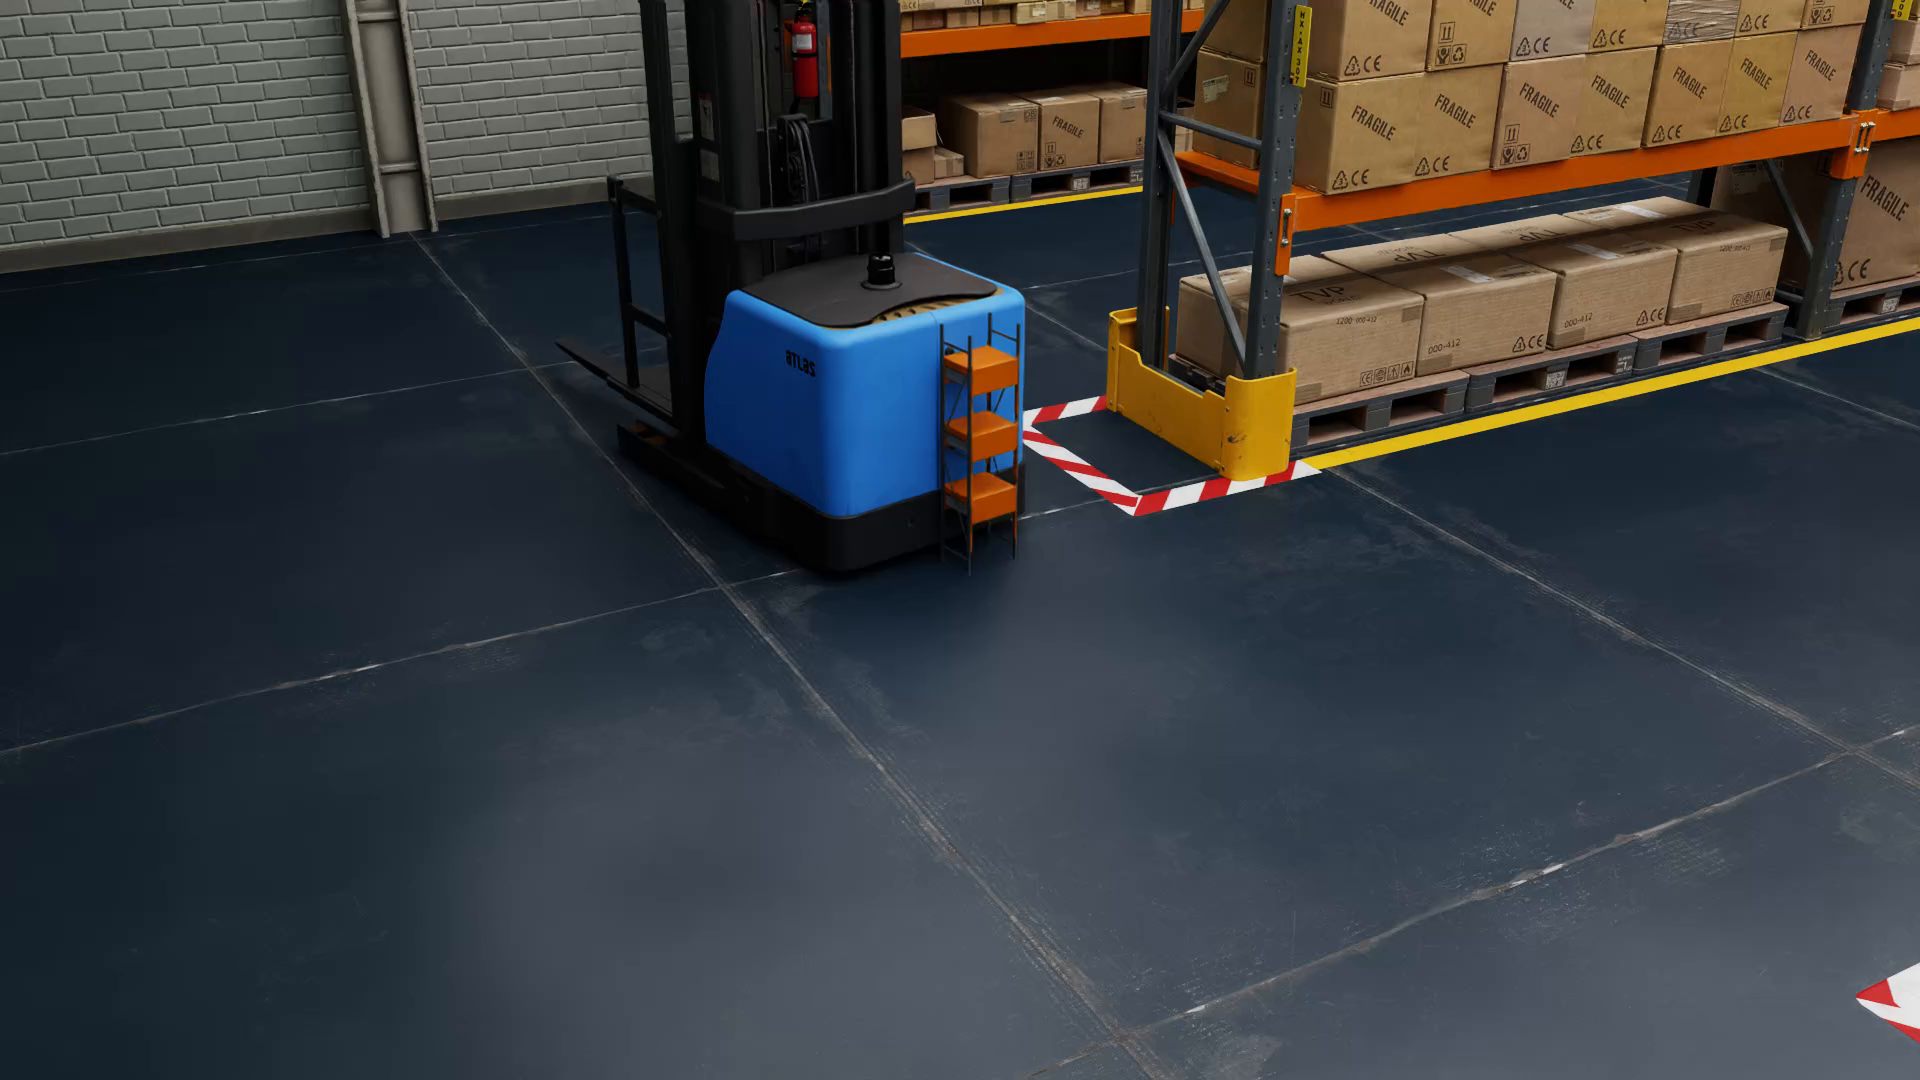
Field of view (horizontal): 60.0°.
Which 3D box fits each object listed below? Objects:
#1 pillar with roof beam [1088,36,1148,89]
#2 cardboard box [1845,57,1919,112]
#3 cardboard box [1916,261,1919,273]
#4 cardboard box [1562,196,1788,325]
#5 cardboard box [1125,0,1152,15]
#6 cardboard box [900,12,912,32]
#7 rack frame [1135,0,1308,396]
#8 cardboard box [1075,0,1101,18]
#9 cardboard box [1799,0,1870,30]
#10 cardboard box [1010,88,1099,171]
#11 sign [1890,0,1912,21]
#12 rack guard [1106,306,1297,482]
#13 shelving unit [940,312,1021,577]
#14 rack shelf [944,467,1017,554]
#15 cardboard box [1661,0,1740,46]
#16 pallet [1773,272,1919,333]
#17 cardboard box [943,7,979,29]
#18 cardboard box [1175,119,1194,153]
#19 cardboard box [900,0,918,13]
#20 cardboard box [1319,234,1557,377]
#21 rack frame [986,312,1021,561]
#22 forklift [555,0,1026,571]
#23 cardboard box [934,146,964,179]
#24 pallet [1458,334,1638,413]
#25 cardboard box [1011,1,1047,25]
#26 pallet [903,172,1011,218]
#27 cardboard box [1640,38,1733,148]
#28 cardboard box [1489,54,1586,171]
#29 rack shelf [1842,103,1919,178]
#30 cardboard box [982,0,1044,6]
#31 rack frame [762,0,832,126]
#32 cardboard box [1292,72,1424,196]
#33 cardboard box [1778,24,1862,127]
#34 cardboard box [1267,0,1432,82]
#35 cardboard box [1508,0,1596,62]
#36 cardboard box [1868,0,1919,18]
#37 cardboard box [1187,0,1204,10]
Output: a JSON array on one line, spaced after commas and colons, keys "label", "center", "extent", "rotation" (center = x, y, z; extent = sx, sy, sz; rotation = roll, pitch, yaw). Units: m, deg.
[{"label": "pillar with roof beam", "center": [3.366, -5.852, 9.042], "extent": [0.400, 9.000, 9.100], "rotation": [-13, 29, -25]}, {"label": "cardboard box", "center": [5.230, -2.616, 9.406], "extent": [0.500, 0.250, 0.500], "rotation": [-14, 29, -26]}, {"label": "cardboard box", "center": [6.021, -2.270, 10.482], "extent": [0.875, 0.875, 0.875], "rotation": [-12, 28, -24]}, {"label": "cardboard box", "center": [4.114, -1.642, 9.680], "extent": [0.875, 0.438, 0.875], "rotation": [-13, 29, -26]}, {"label": "cardboard box", "center": [1.323, -4.086, 12.584], "extent": [0.250, 0.149, 0.380], "rotation": [-13, 29, -26]}, {"label": "cardboard box", "center": [-0.529, -3.693, 11.767], "extent": [0.250, 0.149, 0.380], "rotation": [-12, 28, -24]}, {"label": "rack frame", "center": [1.189, -1.880, 7.700], "extent": [0.127, 3.000, 1.000], "rotation": [-13, 29, -25]}, {"label": "cardboard box", "center": [0.847, -4.008, 12.421], "extent": [0.250, 0.149, 0.380], "rotation": [-13, 29, -25]}, {"label": "cardboard box", "center": [4.432, -2.989, 8.739], "extent": [0.500, 0.500, 0.500], "rotation": [-13, 29, -26]}, {"label": "cardboard box", "center": [0.720, -3.155, 12.757], "extent": [0.500, 0.500, 0.500], "rotation": [-12, 28, -24]}, {"label": "sign", "center": [4.981, -2.909, 8.752], "extent": [0.005, 0.325, 0.100], "rotation": [-13, 29, -25]}, {"label": "rack guard", "center": [1.167, -0.748, 8.231], "extent": [0.348, 0.500, 1.175], "rotation": [-13, 29, -25]}, {"label": "shelving unit", "center": [0.080, -0.386, 6.840], "extent": [0.252, 1.050, 0.215], "rotation": [-18, 31, -33]}, {"label": "rack shelf", "center": [0.079, -0.126, 6.966], "extent": [0.240, 0.259, 0.215], "rotation": [-18, 31, -33]}, {"label": "cardboard box", "center": [3.535, -2.781, 8.307], "extent": [0.500, 0.500, 0.500], "rotation": [-13, 28, -24]}, {"label": "pallet", "center": [5.363, -1.624, 10.388], "extent": [1.213, 0.211, 1.003], "rotation": [-13, 29, -25]}, {"label": "cardboard box", "center": [-0.061, -3.788, 11.965], "extent": [0.250, 0.149, 0.380], "rotation": [-12, 28, -23]}, {"label": "cardboard box", "center": [1.711, -3.248, 13.223], "extent": [0.258, 0.266, 0.396], "rotation": [-12, 28, -23]}, {"label": "cardboard box", "center": [-0.623, -3.831, 11.593], "extent": [0.500, 0.250, 0.500], "rotation": [-13, 28, -25]}, {"label": "cardboard box", "center": [2.527, -1.277, 8.918], "extent": [0.875, 0.438, 0.875], "rotation": [-12, 28, -24]}, {"label": "rack frame", "center": [0.177, -0.418, 6.907], "extent": [0.008, 1.050, 0.200], "rotation": [-18, 31, -33]}, {"label": "forklift", "center": [-1.004, -1.768, 7.546], "extent": [1.130, 2.935, 3.031], "rotation": [-18, 31, -33]}, {"label": "cardboard box", "center": [-0.173, -2.839, 12.506], "extent": [0.250, 0.149, 0.380], "rotation": [-14, 29, -27]}, {"label": "pallet", "center": [2.932, -1.062, 9.219], "extent": [1.213, 0.211, 1.003], "rotation": [-13, 29, -25]}, {"label": "cardboard box", "center": [0.429, -3.867, 12.129], "extent": [0.250, 0.149, 0.380], "rotation": [-14, 29, -27]}, {"label": "pallet", "center": [-0.380, -2.696, 12.622], "extent": [1.213, 0.211, 1.003], "rotation": [-13, 29, -25]}, {"label": "cardboard box", "center": [3.541, -2.333, 8.528], "extent": [0.500, 0.500, 0.500], "rotation": [-13, 29, -26]}, {"label": "cardboard box", "center": [2.638, -2.124, 8.092], "extent": [0.500, 0.500, 0.500], "rotation": [-13, 29, -25]}, {"label": "rack shelf", "center": [6.483, -2.778, 10.401], "extent": [4.000, 0.370, 1.077], "rotation": [-13, 29, -25]}, {"label": "cardboard box", "center": [0.267, -4.038, 12.025], "extent": [0.500, 0.250, 0.500], "rotation": [-14, 29, -26]}, {"label": "rack frame", "center": [-1.150, -3.775, 11.647], "extent": [0.127, 3.000, 1.000], "rotation": [-13, 29, -25]}, {"label": "cardboard box", "center": [1.747, -1.913, 7.654], "extent": [0.500, 0.500, 0.500], "rotation": [-13, 29, -25]}, {"label": "cardboard box", "center": [4.429, -2.548, 8.975], "extent": [0.500, 0.500, 0.500], "rotation": [-13, 28, -25]}, {"label": "cardboard box", "center": [1.746, -2.365, 7.439], "extent": [0.500, 0.500, 0.500], "rotation": [-14, 29, -26]}, {"label": "cardboard box", "center": [2.649, -2.581, 7.888], "extent": [0.500, 0.500, 0.500], "rotation": [-13, 29, -25]}, {"label": "cardboard box", "center": [5.242, -3.170, 9.117], "extent": [0.500, 0.500, 0.500], "rotation": [-13, 28, -25]}, {"label": "cardboard box", "center": [1.779, -4.192, 12.805], "extent": [0.250, 0.149, 0.380], "rotation": [-12, 28, -24]}]
